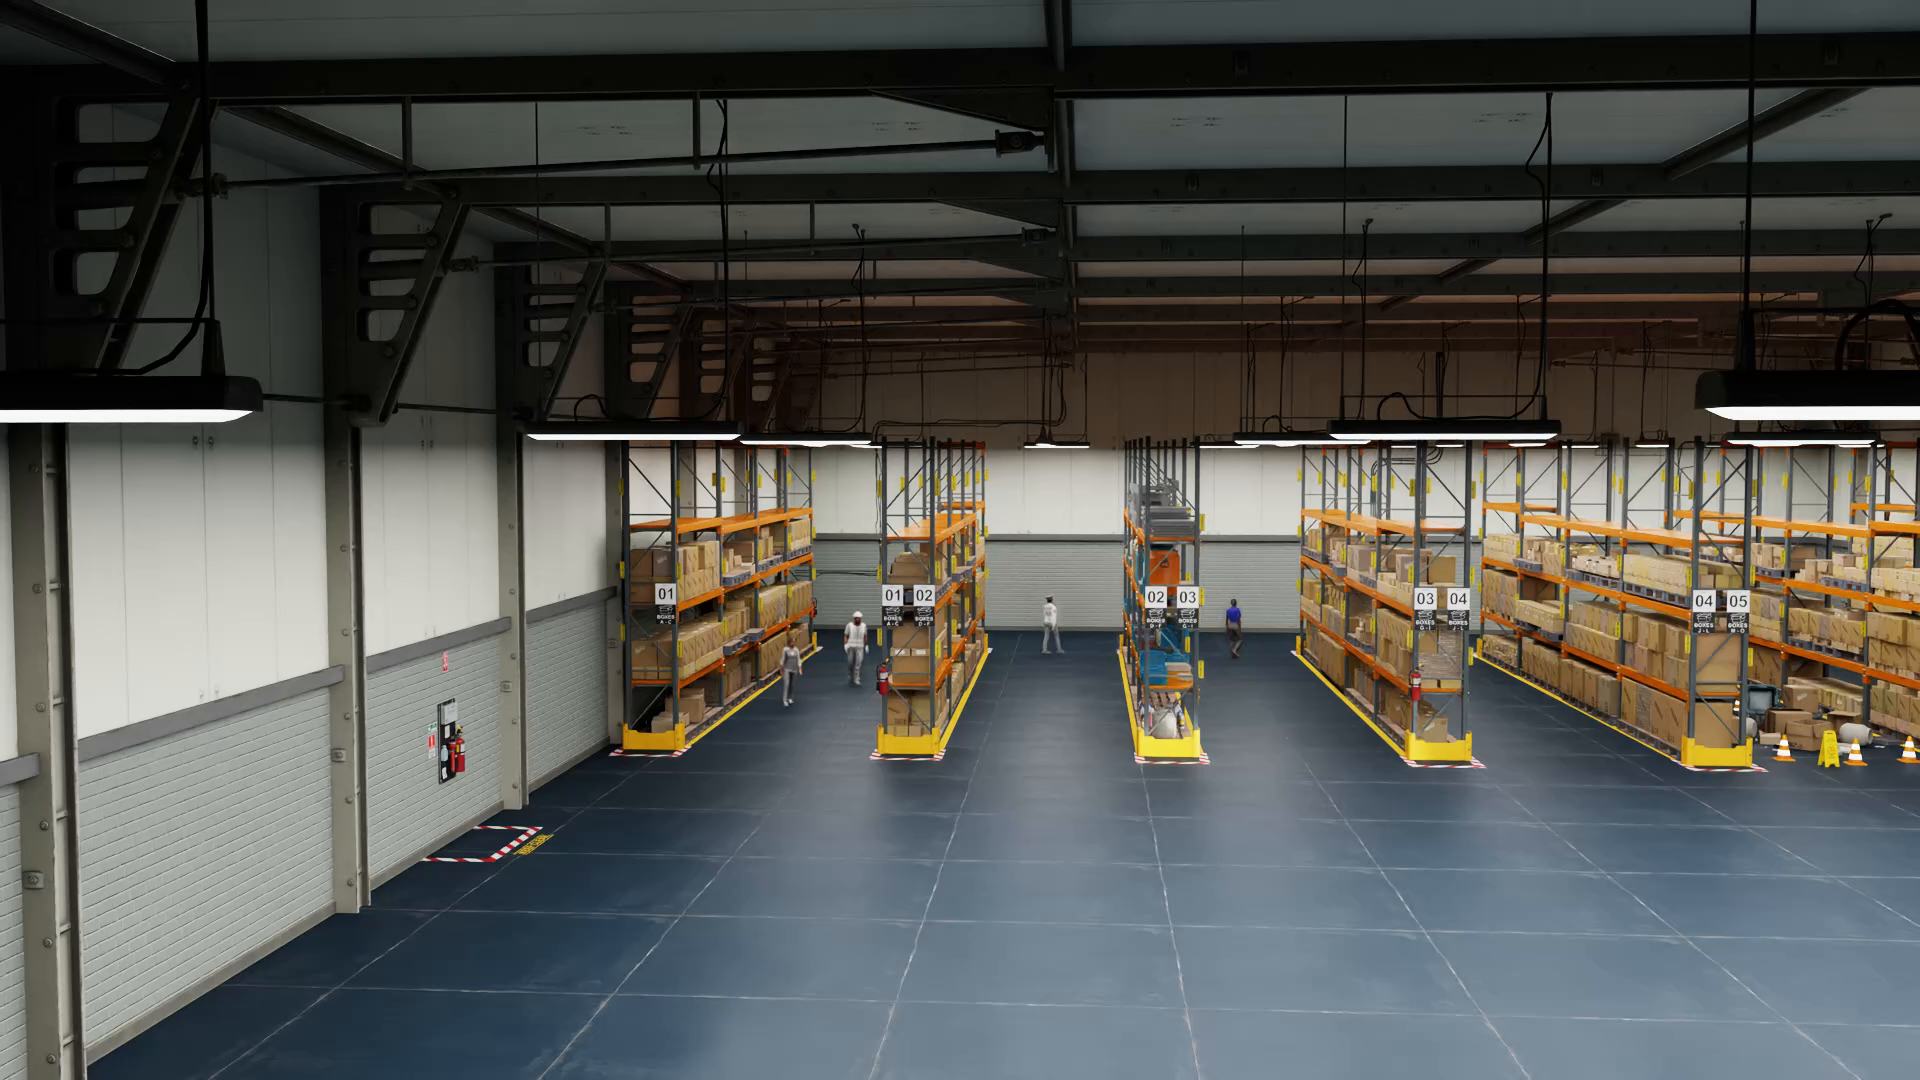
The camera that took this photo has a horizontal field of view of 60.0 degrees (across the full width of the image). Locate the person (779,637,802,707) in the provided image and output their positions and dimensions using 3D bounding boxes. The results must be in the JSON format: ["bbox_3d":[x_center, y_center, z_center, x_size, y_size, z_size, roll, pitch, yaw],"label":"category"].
[{"bbox_3d":[-3.820,2.997,37.359,0.499,1.450,0.834,-1,3,-23],"label":"person"}]

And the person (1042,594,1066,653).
[{"bbox_3d":[2.596,2.369,47.019,0.530,1.667,0.733,3,4,39],"label":"person"}]

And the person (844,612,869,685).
[{"bbox_3d":[-2.553,2.655,41.075,0.668,1.768,0.821,-1,3,-18],"label":"person"}]

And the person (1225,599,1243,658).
[{"bbox_3d":[7.538,2.454,45.846,0.498,1.642,0.470,2,4,32],"label":"person"}]
